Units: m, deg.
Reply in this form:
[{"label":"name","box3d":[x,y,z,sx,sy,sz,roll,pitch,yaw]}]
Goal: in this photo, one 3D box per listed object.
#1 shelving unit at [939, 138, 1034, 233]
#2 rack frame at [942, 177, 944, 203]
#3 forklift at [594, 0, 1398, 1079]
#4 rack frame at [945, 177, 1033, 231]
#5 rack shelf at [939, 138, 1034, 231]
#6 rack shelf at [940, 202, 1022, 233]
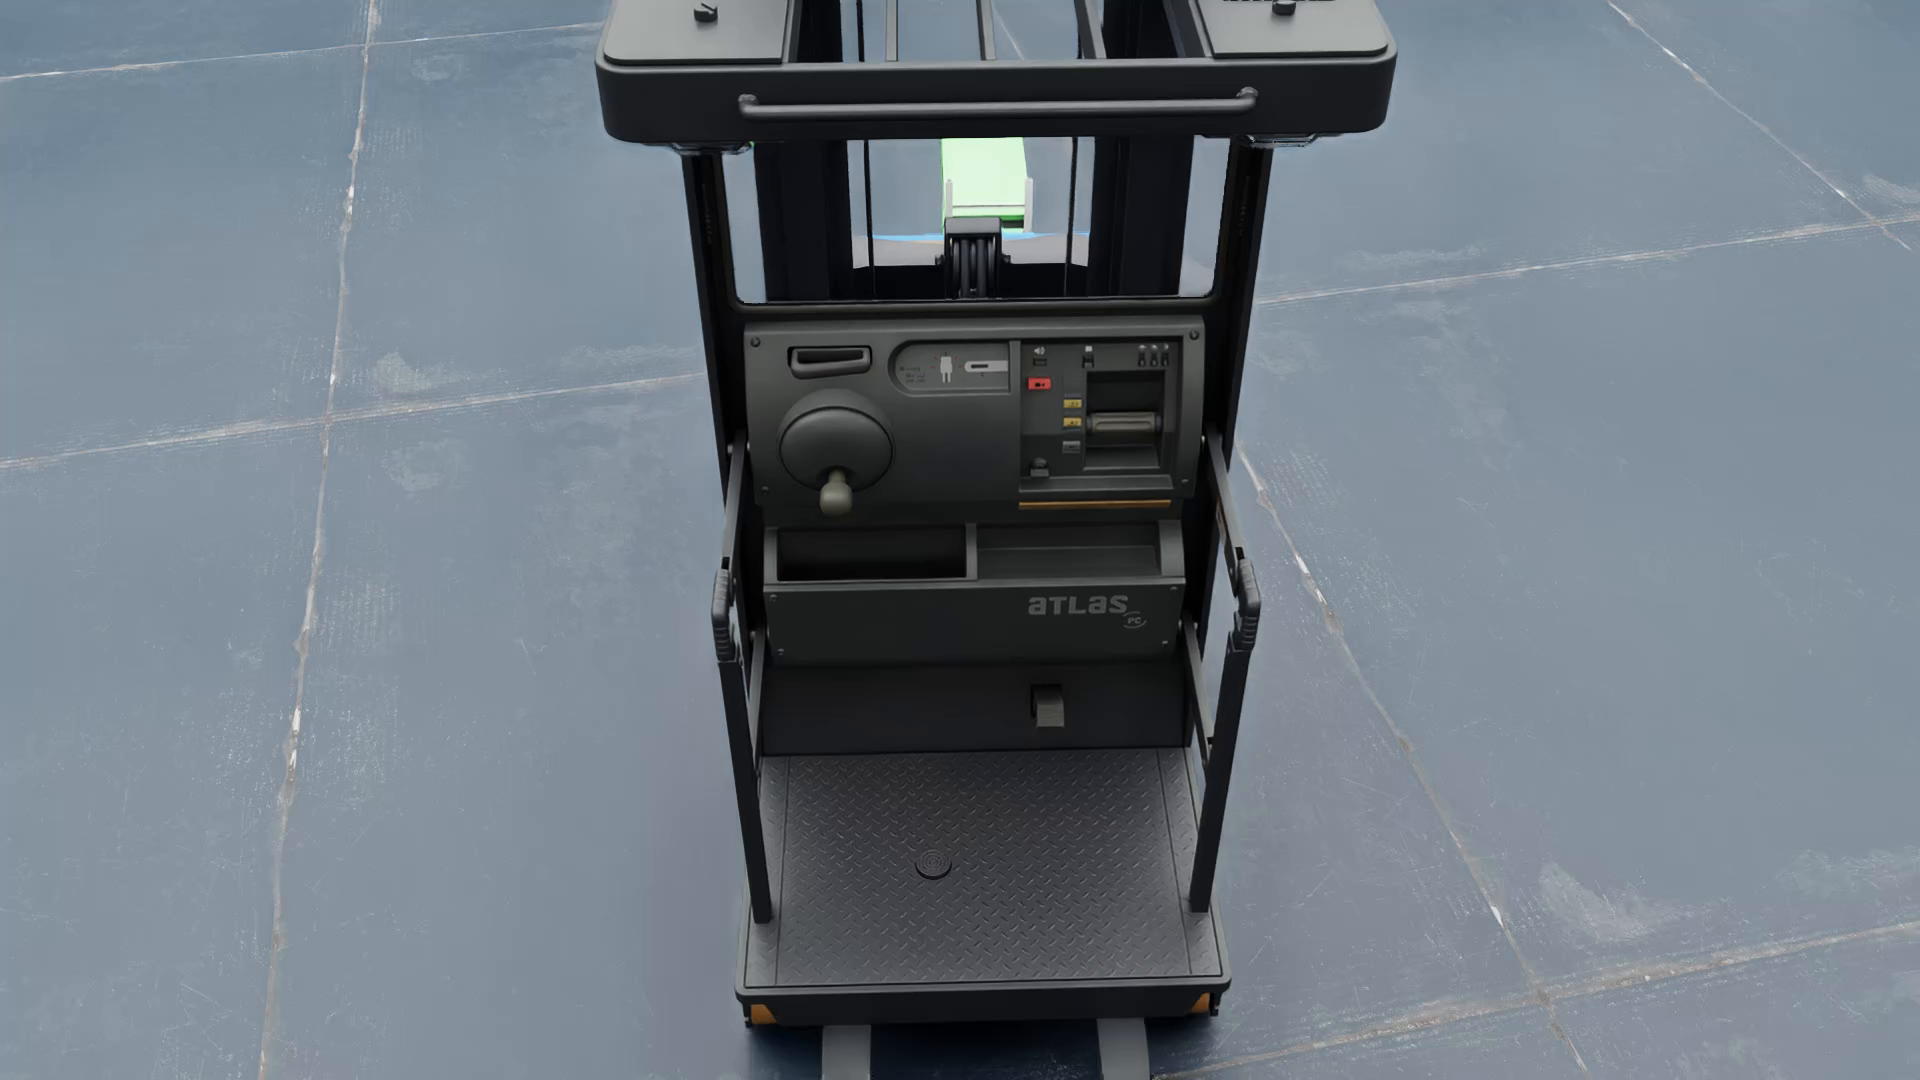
[{"label":"shelving unit","box3d":[0.072,-0.704,5.140,0.258,1.200,0.503,-1,42,-1]},{"label":"rack frame","box3d":[0.065,-0.866,5.322,0.240,1.200,0.015,-1,42,-1]},{"label":"forklift","box3d":[0.040,-0.169,3.233,1.130,2.935,3.031,-1,42,-1]},{"label":"rack frame","box3d":[0.079,-0.542,4.957,0.240,1.200,0.015,-1,42,-1]},{"label":"rack shelf","box3d":[0.072,-1.015,4.863,0.258,0.148,0.480,-1,42,-1]},{"label":"rack shelf","box3d":[0.072,-0.836,5.023,0.258,0.148,0.480,-1,42,-1]}]
